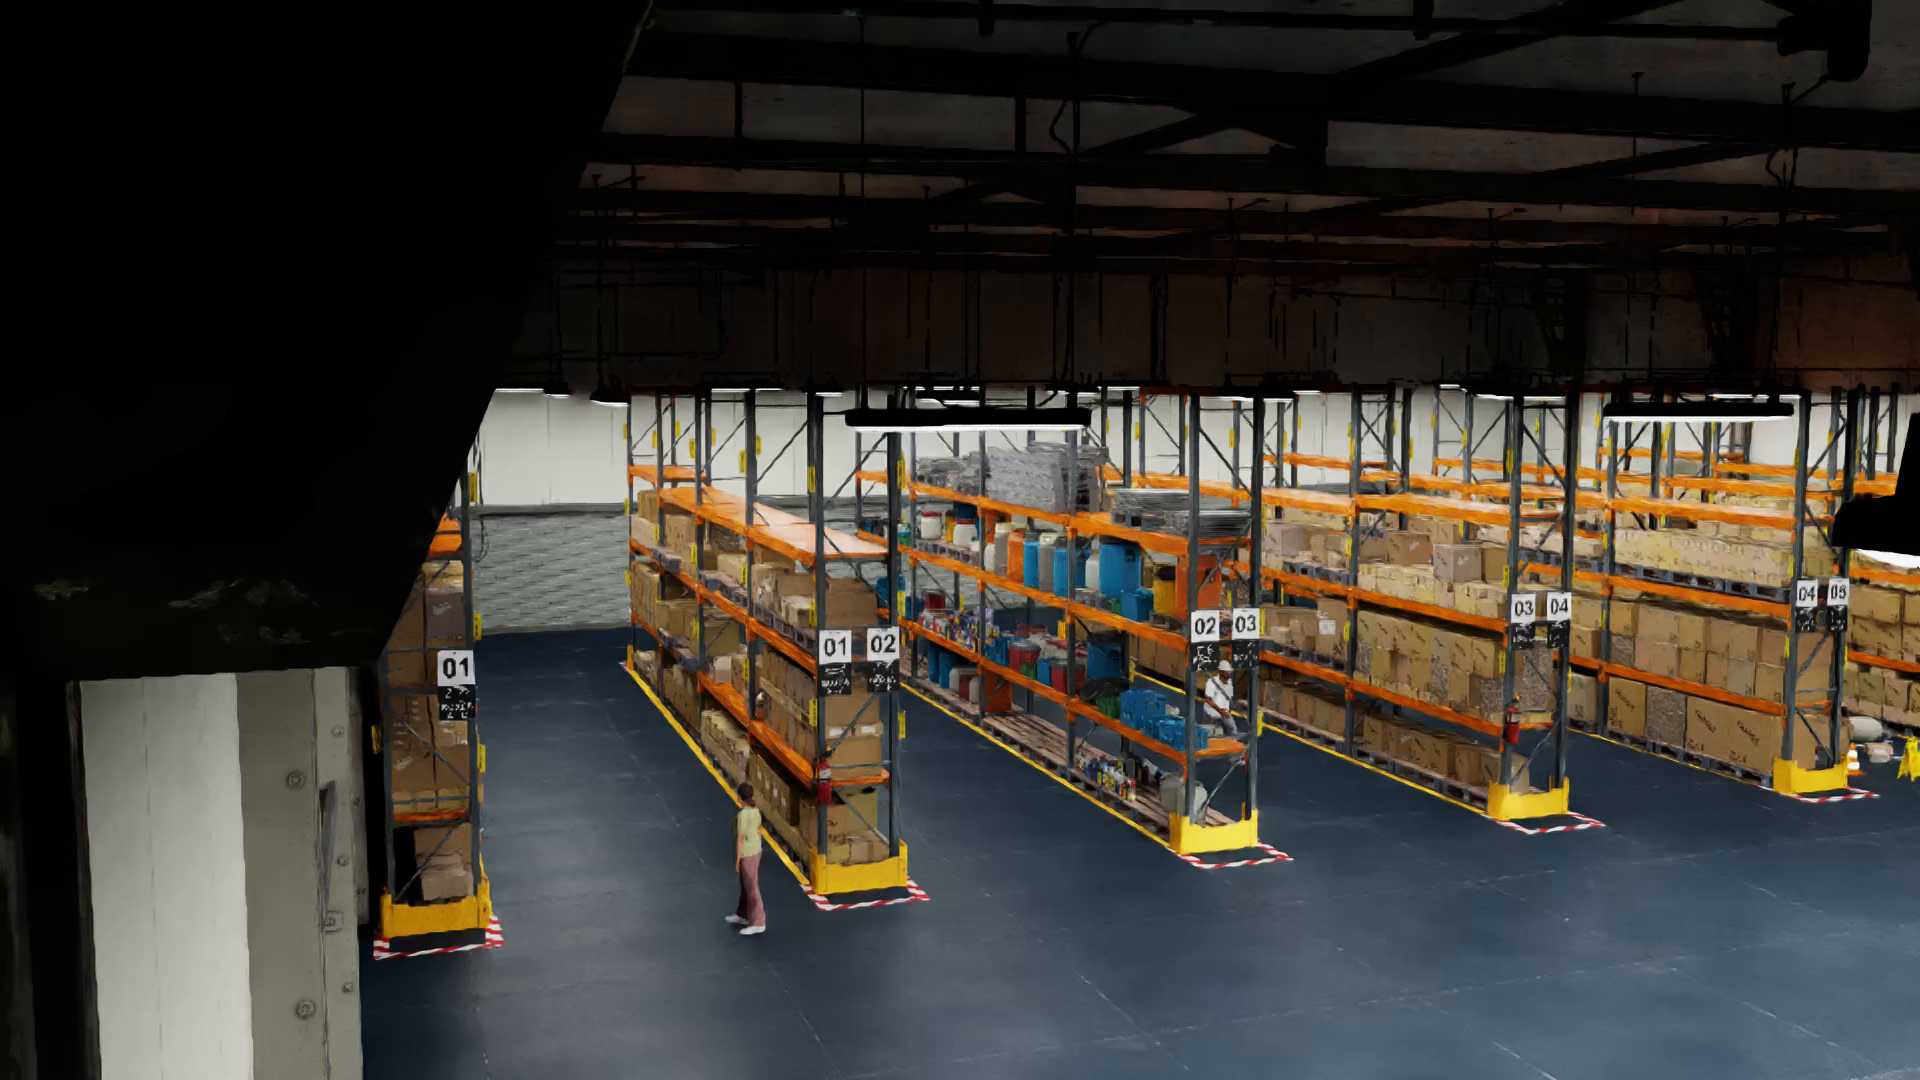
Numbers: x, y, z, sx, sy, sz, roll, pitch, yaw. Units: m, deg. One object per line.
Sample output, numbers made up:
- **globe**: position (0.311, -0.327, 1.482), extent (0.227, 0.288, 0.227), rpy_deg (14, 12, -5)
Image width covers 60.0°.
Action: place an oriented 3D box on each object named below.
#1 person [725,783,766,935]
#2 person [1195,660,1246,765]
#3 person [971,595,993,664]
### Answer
- **person**: position (-2.433, 3.552, 18.732), extent (0.565, 1.668, 0.560), rpy_deg (1, 6, 13)
- **person**: position (4.107, 2.744, 26.522), extent (0.710, 1.703, 0.836), rpy_deg (-4, 7, -35)
- **person**: position (0.490, 1.924, 35.028), extent (0.479, 1.567, 1.090), rpy_deg (-2, 6, -17)
